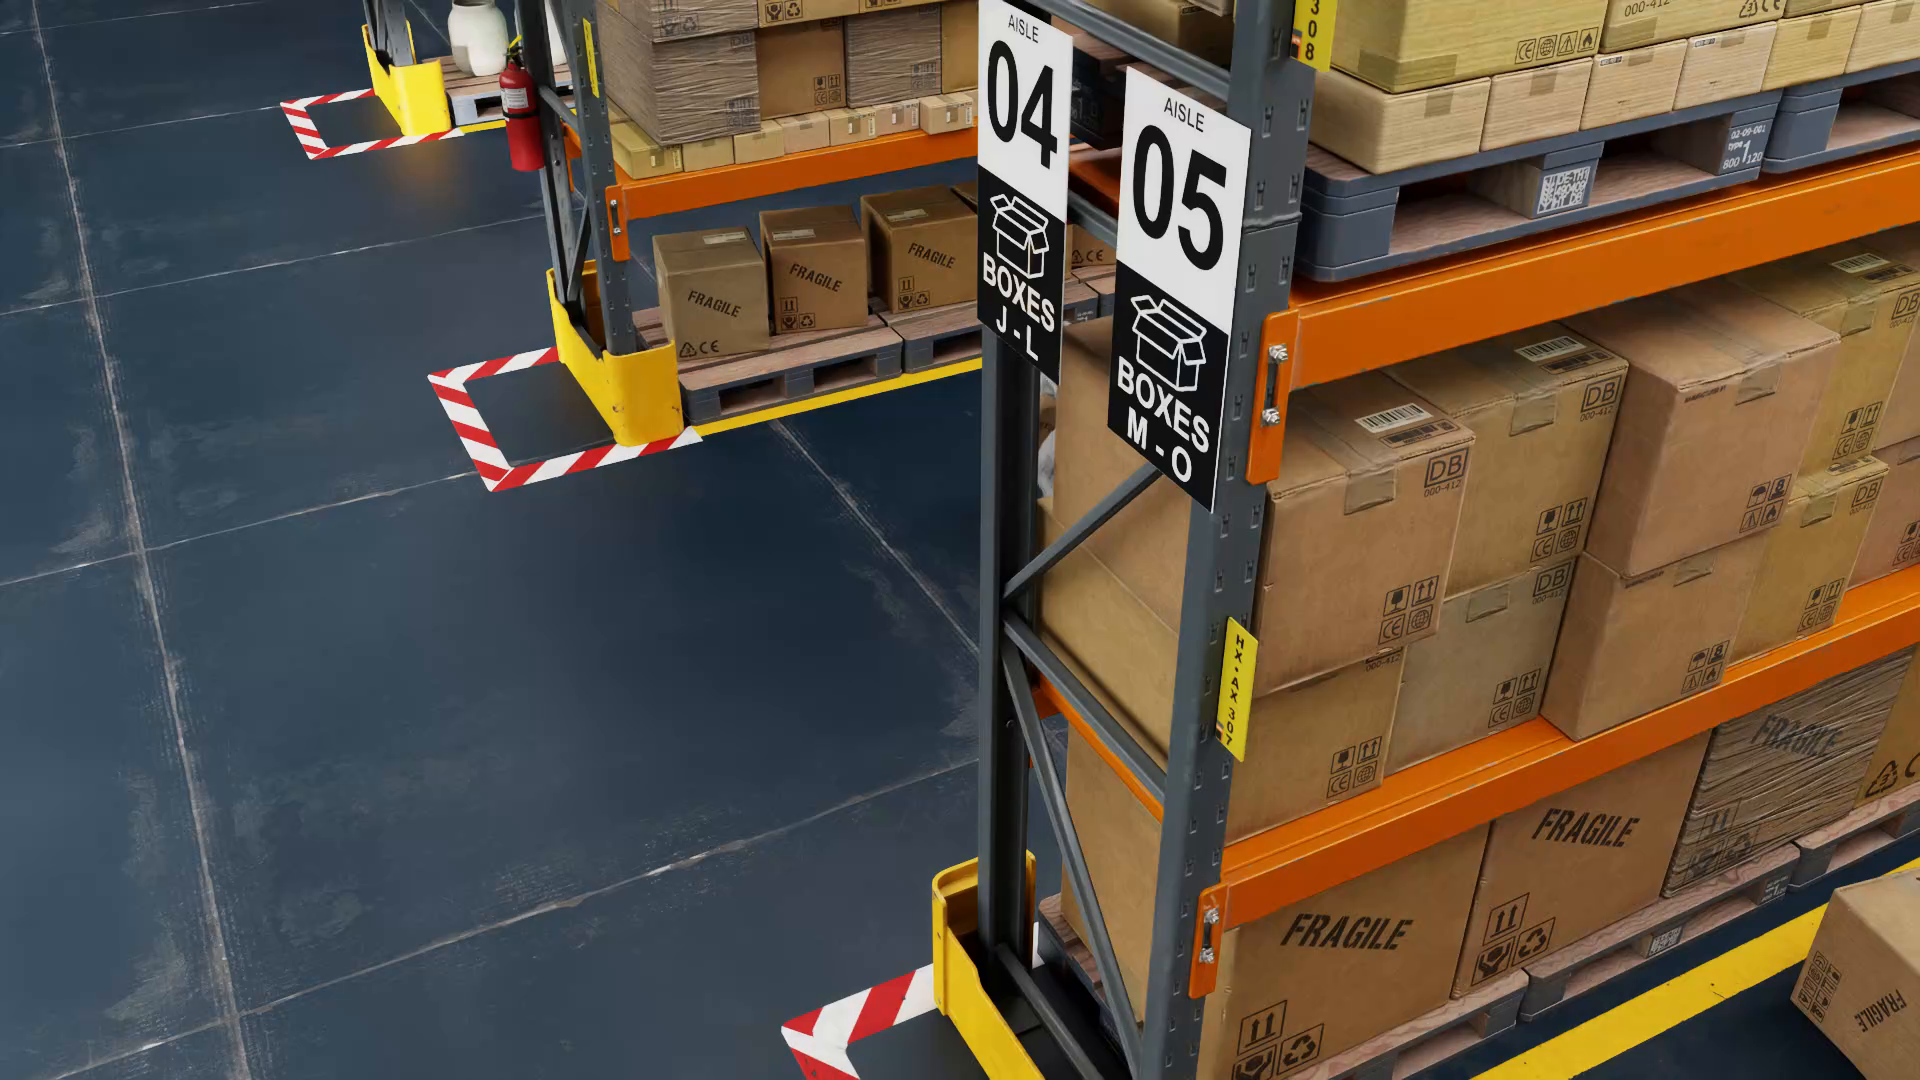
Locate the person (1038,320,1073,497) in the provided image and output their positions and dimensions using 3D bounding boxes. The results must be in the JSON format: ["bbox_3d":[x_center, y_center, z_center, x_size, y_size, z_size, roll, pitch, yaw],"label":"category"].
[{"bbox_3d":[0.468,-0.461,7.299,0.400,1.100,0.846,-18,37,-25],"label":"person"}]
